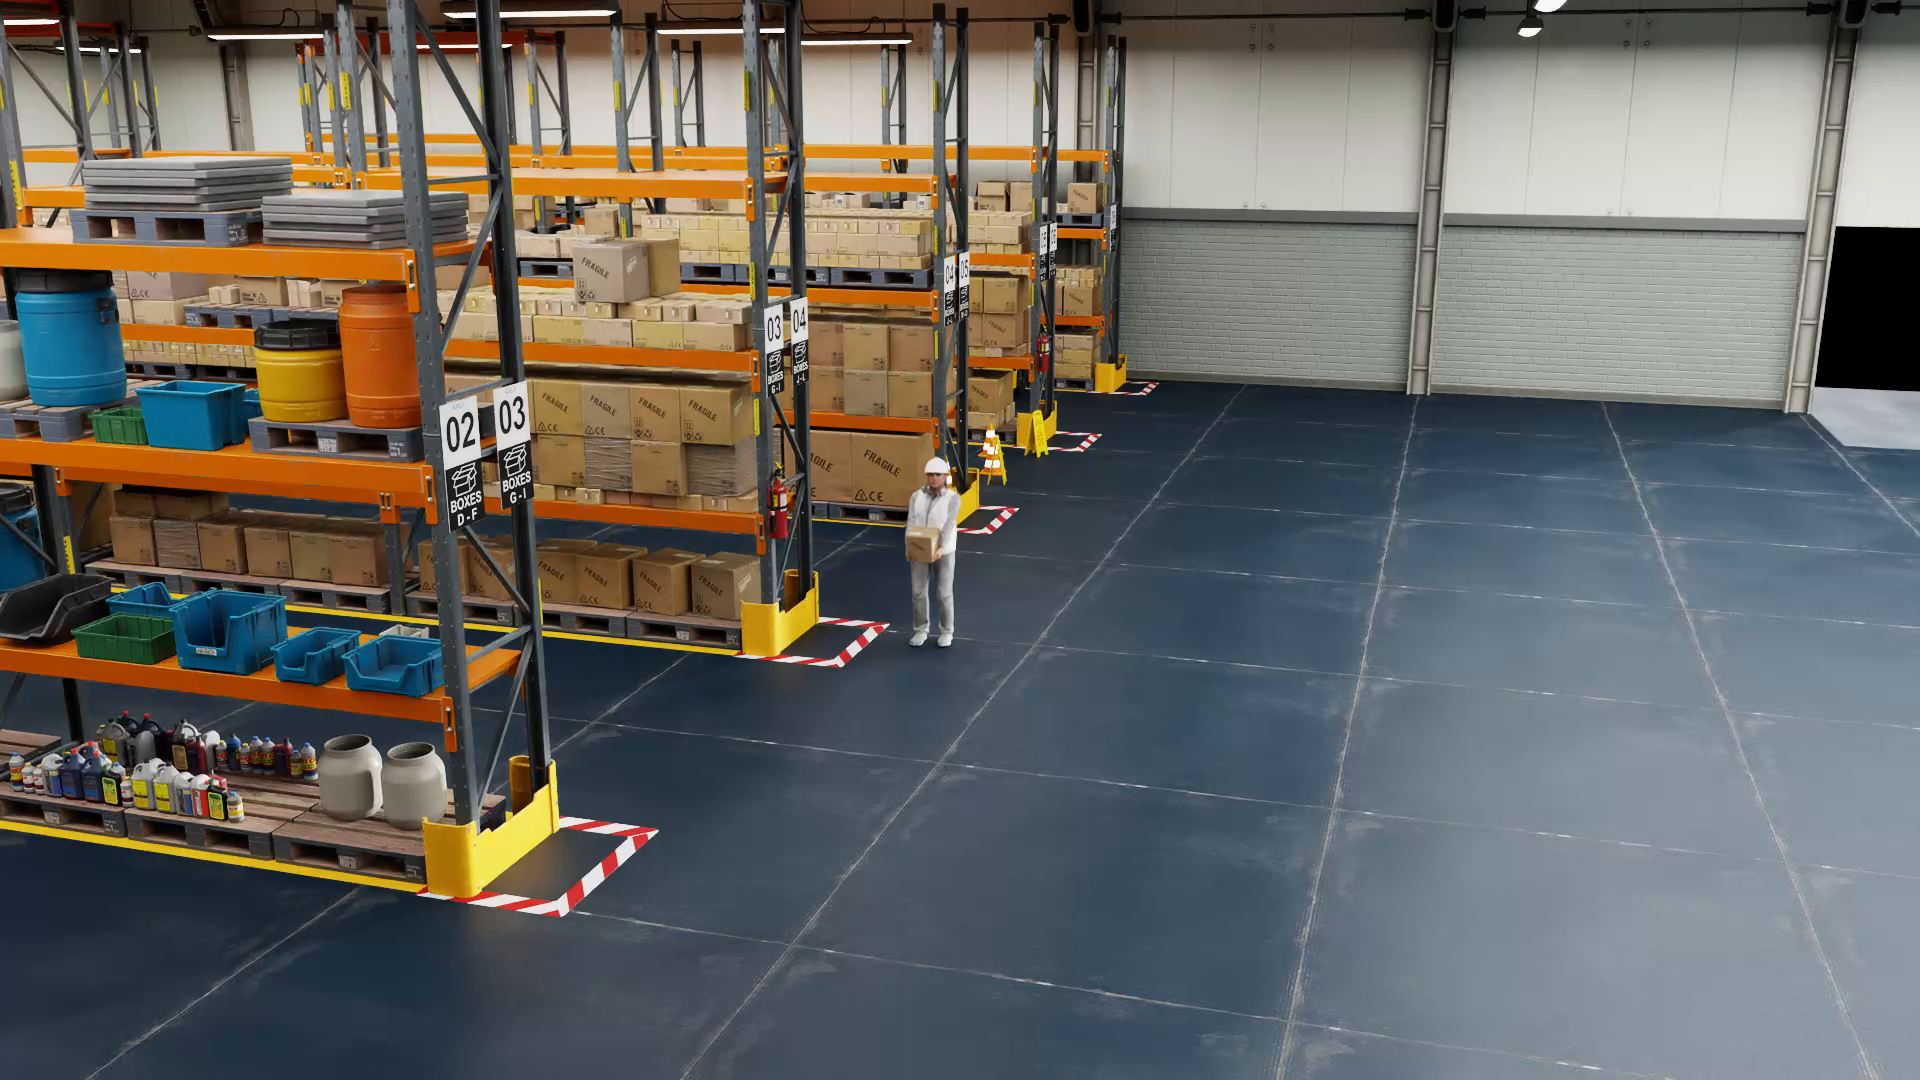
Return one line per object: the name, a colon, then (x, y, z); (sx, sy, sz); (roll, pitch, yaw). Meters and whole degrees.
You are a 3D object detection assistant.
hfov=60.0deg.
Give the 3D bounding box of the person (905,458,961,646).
person: (-0.264, 0.129, 15.498); (0.494, 1.765, 0.546); (5, 16, 17)
